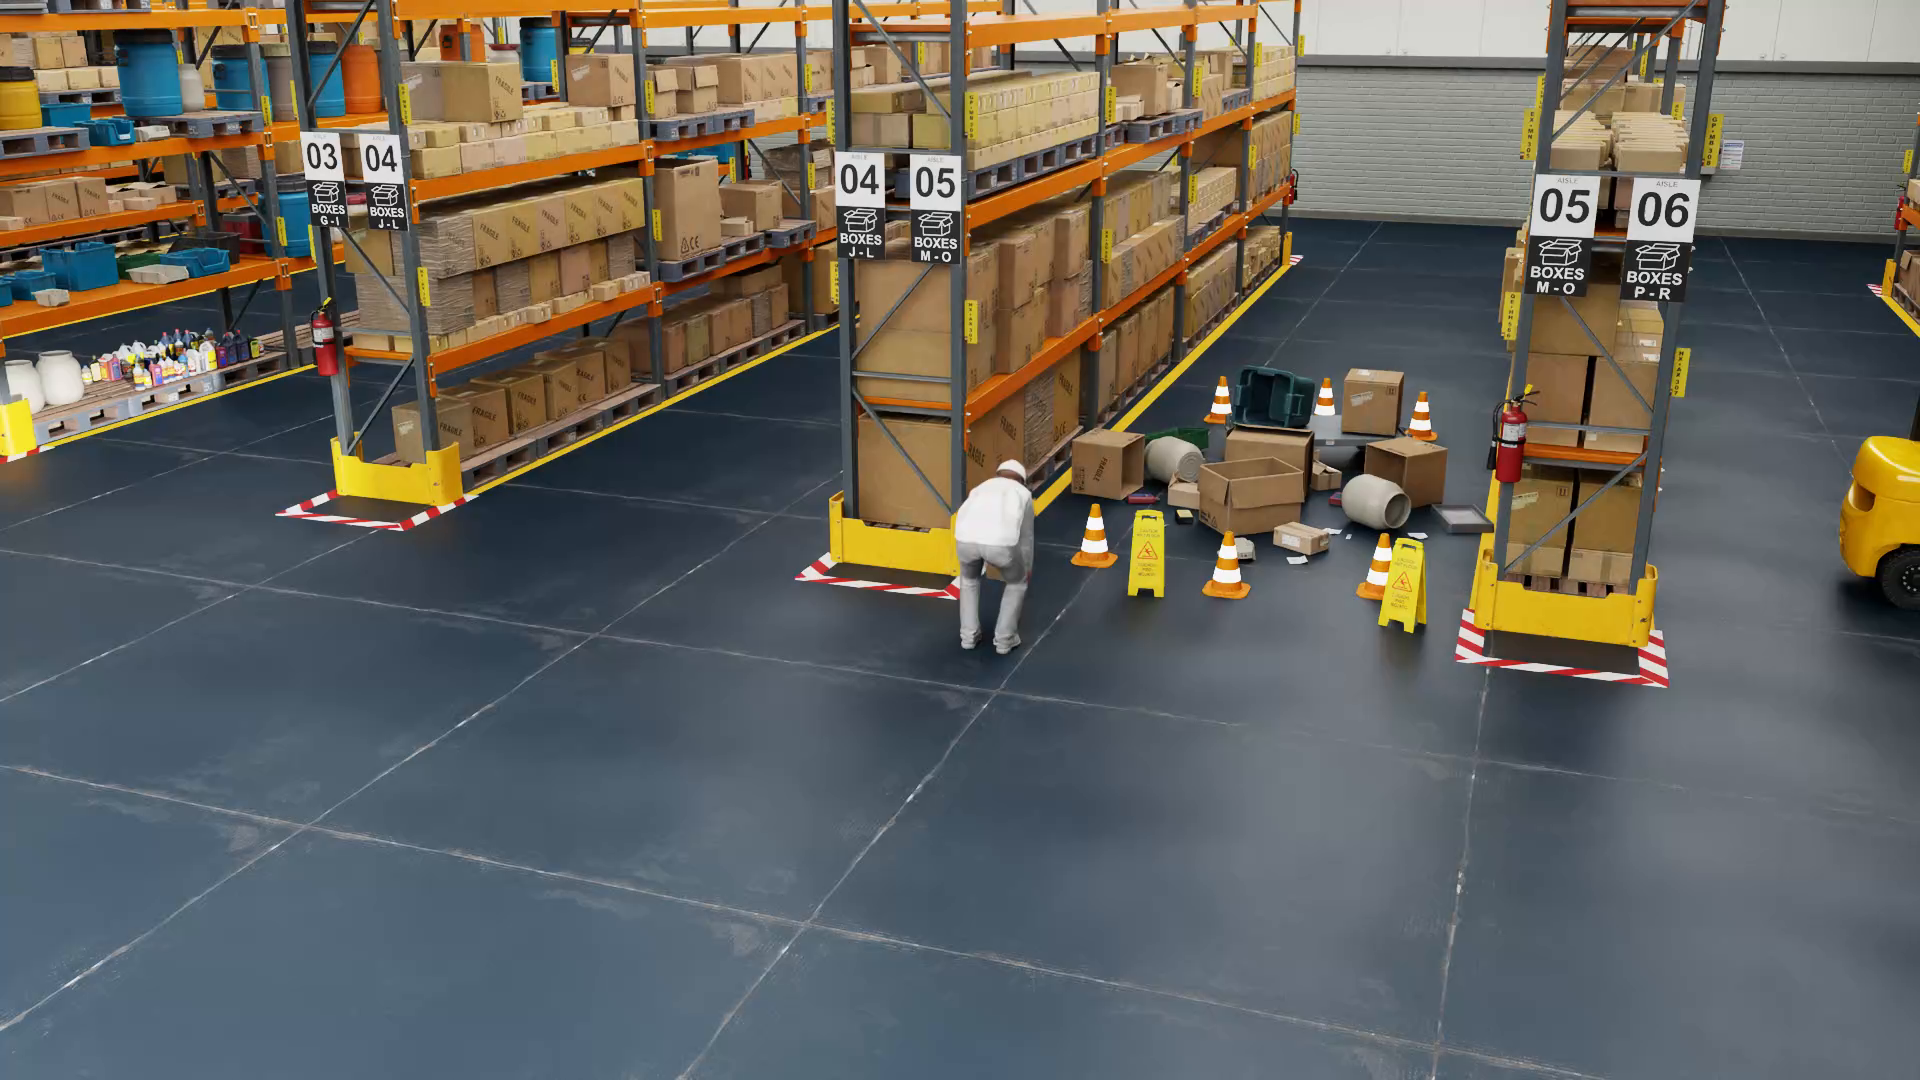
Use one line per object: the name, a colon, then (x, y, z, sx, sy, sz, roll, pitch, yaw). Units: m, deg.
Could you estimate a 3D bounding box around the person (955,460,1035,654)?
person: (0.268, 0.110, 11.629, 0.488, 1.178, 0.985, 5, 19, 16)
